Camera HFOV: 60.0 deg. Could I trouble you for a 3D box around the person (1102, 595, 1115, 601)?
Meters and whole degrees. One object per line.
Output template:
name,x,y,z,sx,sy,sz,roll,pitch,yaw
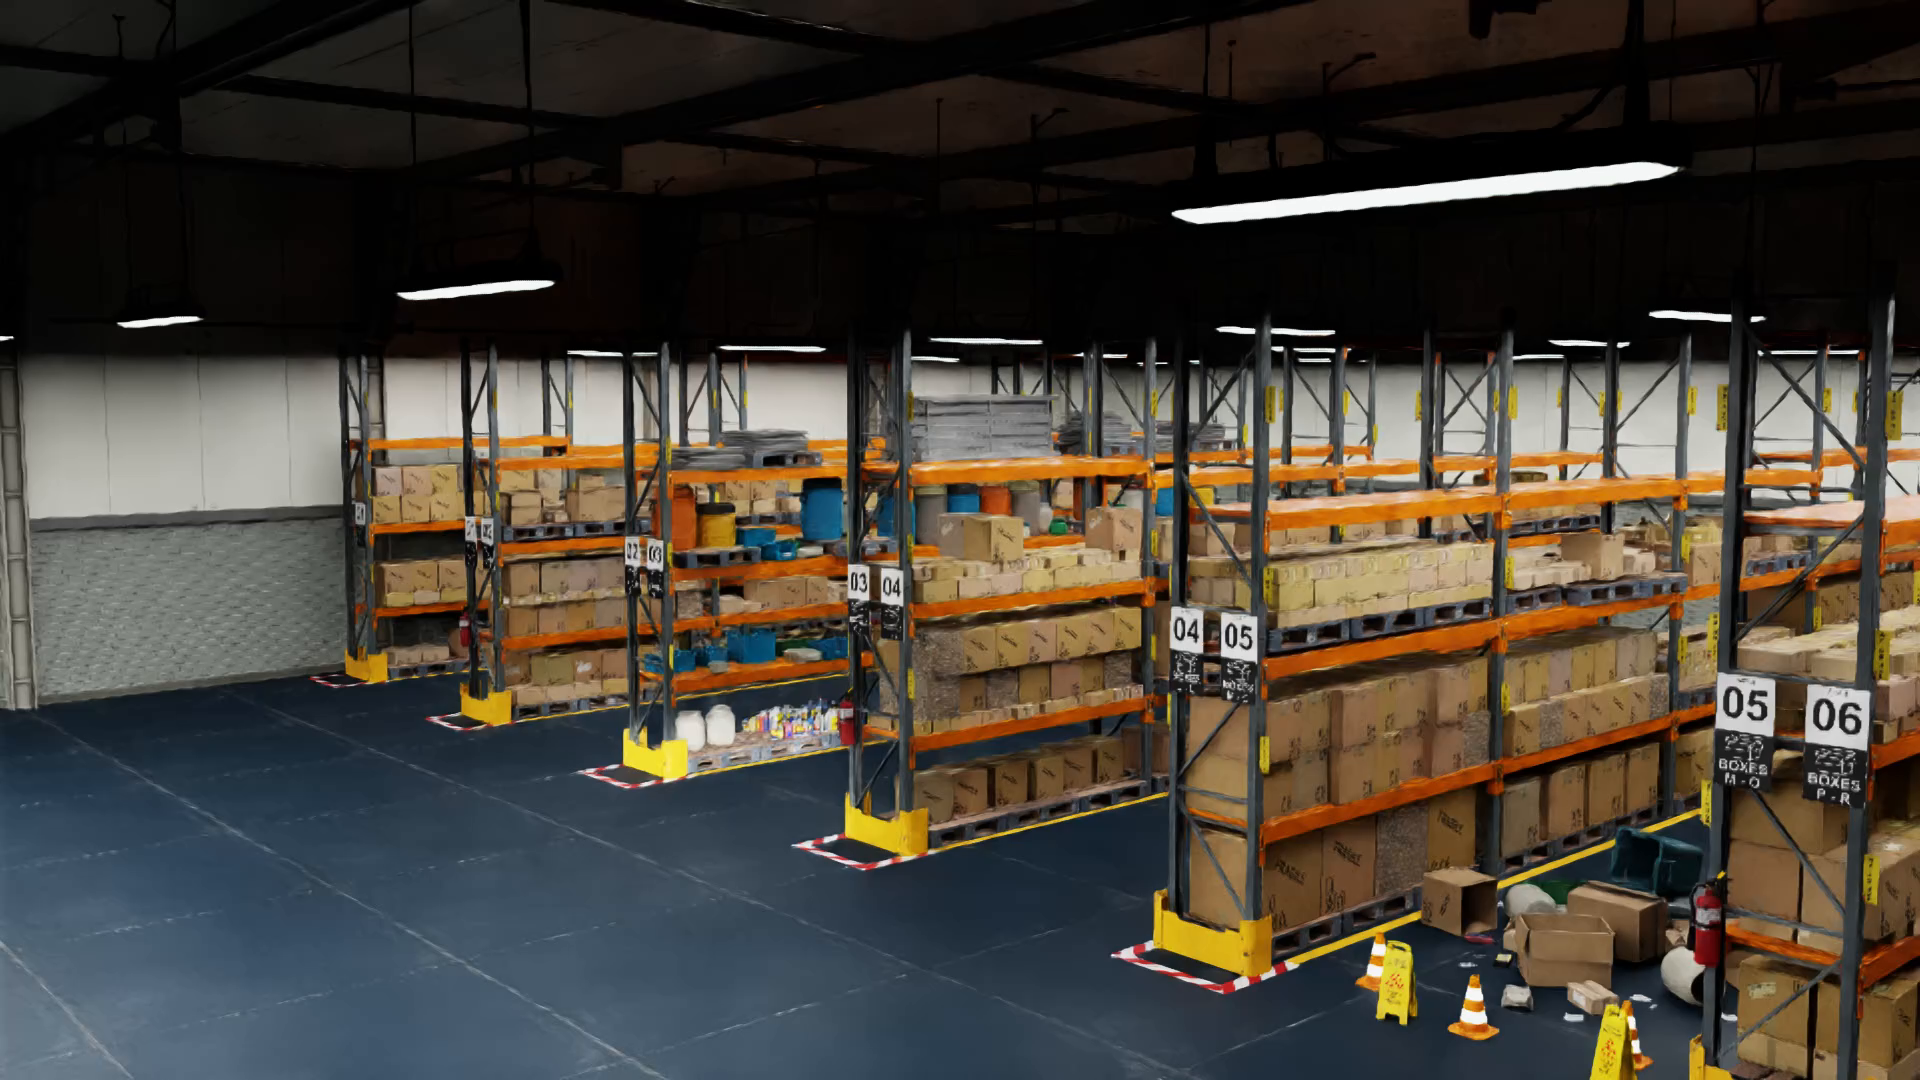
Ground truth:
person,2.813,1.573,30.681,0.572,1.665,0.537,-2,5,-18
